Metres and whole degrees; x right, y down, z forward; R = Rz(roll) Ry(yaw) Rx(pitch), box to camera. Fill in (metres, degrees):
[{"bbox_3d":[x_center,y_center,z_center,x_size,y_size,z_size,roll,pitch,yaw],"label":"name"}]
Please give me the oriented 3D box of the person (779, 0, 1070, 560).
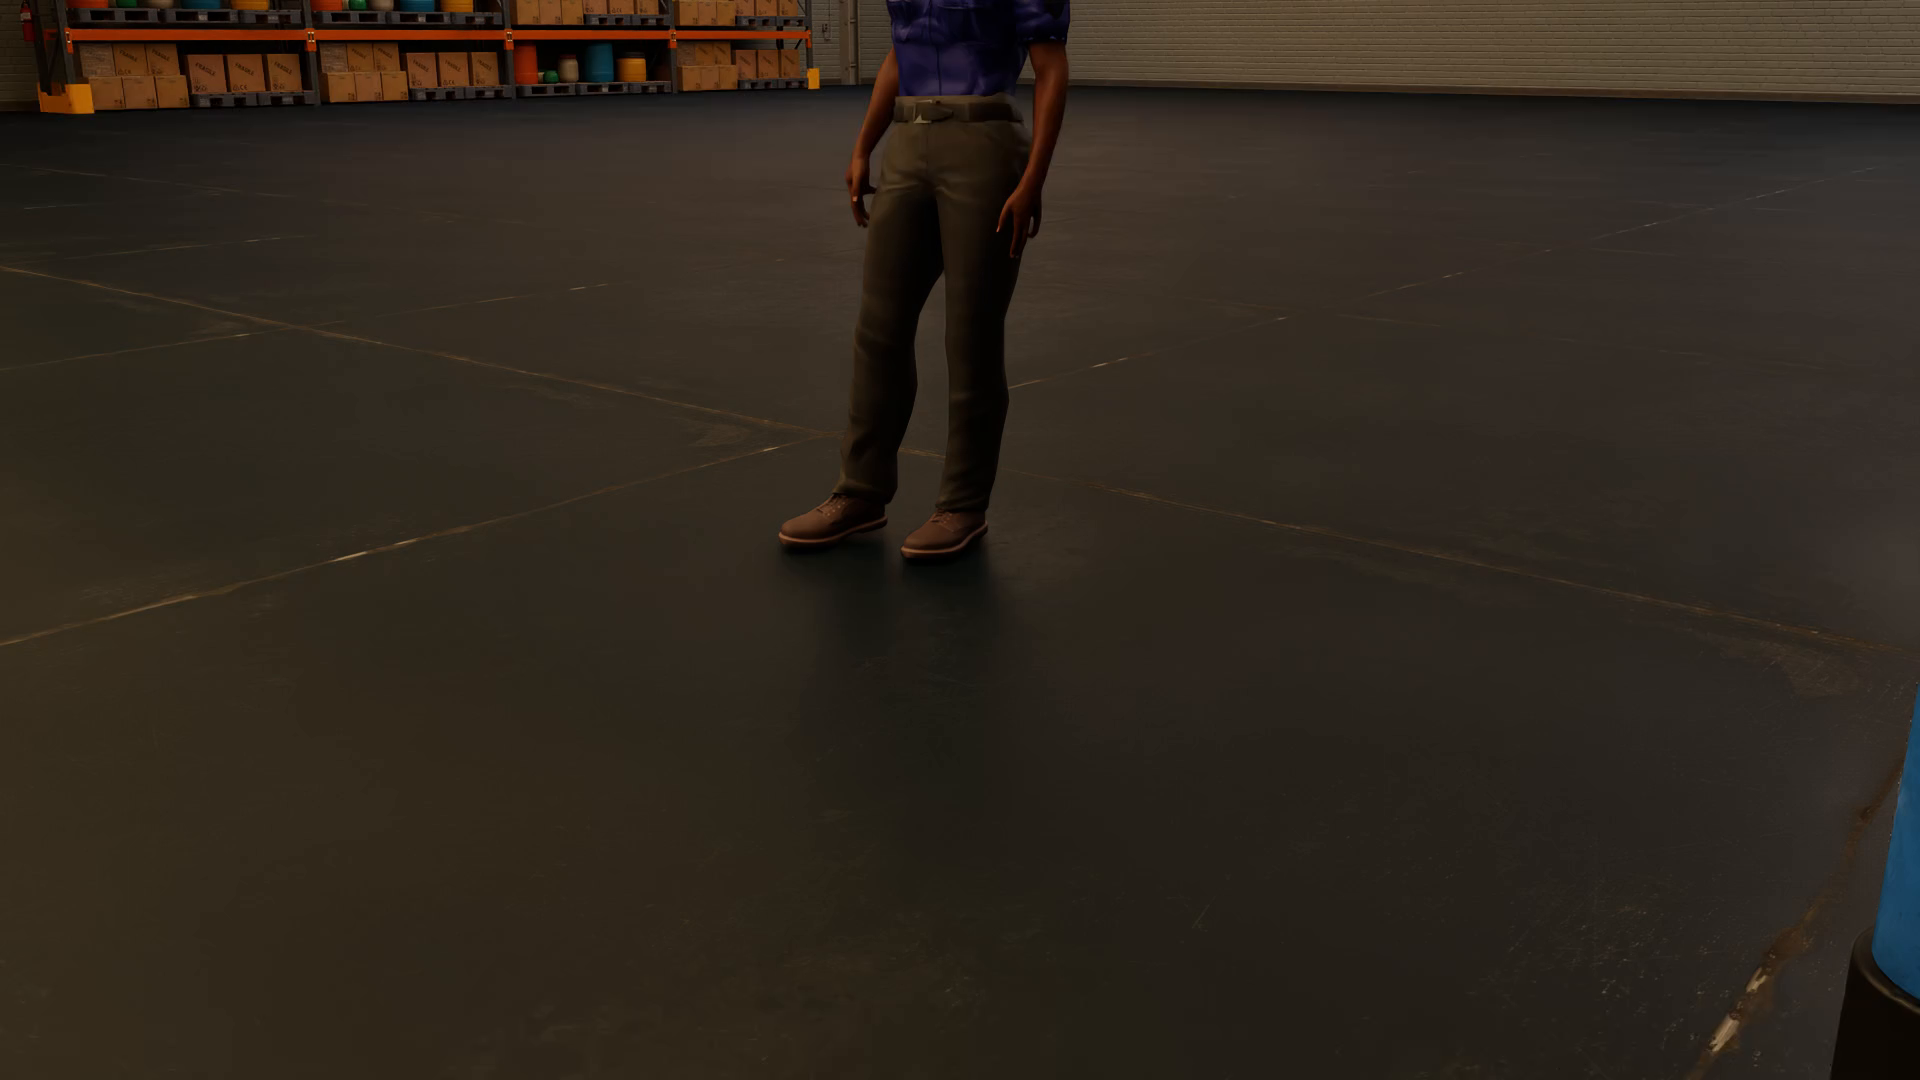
[{"bbox_3d":[-0.071,-0.782,3.646,0.570,1.656,0.503,13,21,37],"label":"person"}]
